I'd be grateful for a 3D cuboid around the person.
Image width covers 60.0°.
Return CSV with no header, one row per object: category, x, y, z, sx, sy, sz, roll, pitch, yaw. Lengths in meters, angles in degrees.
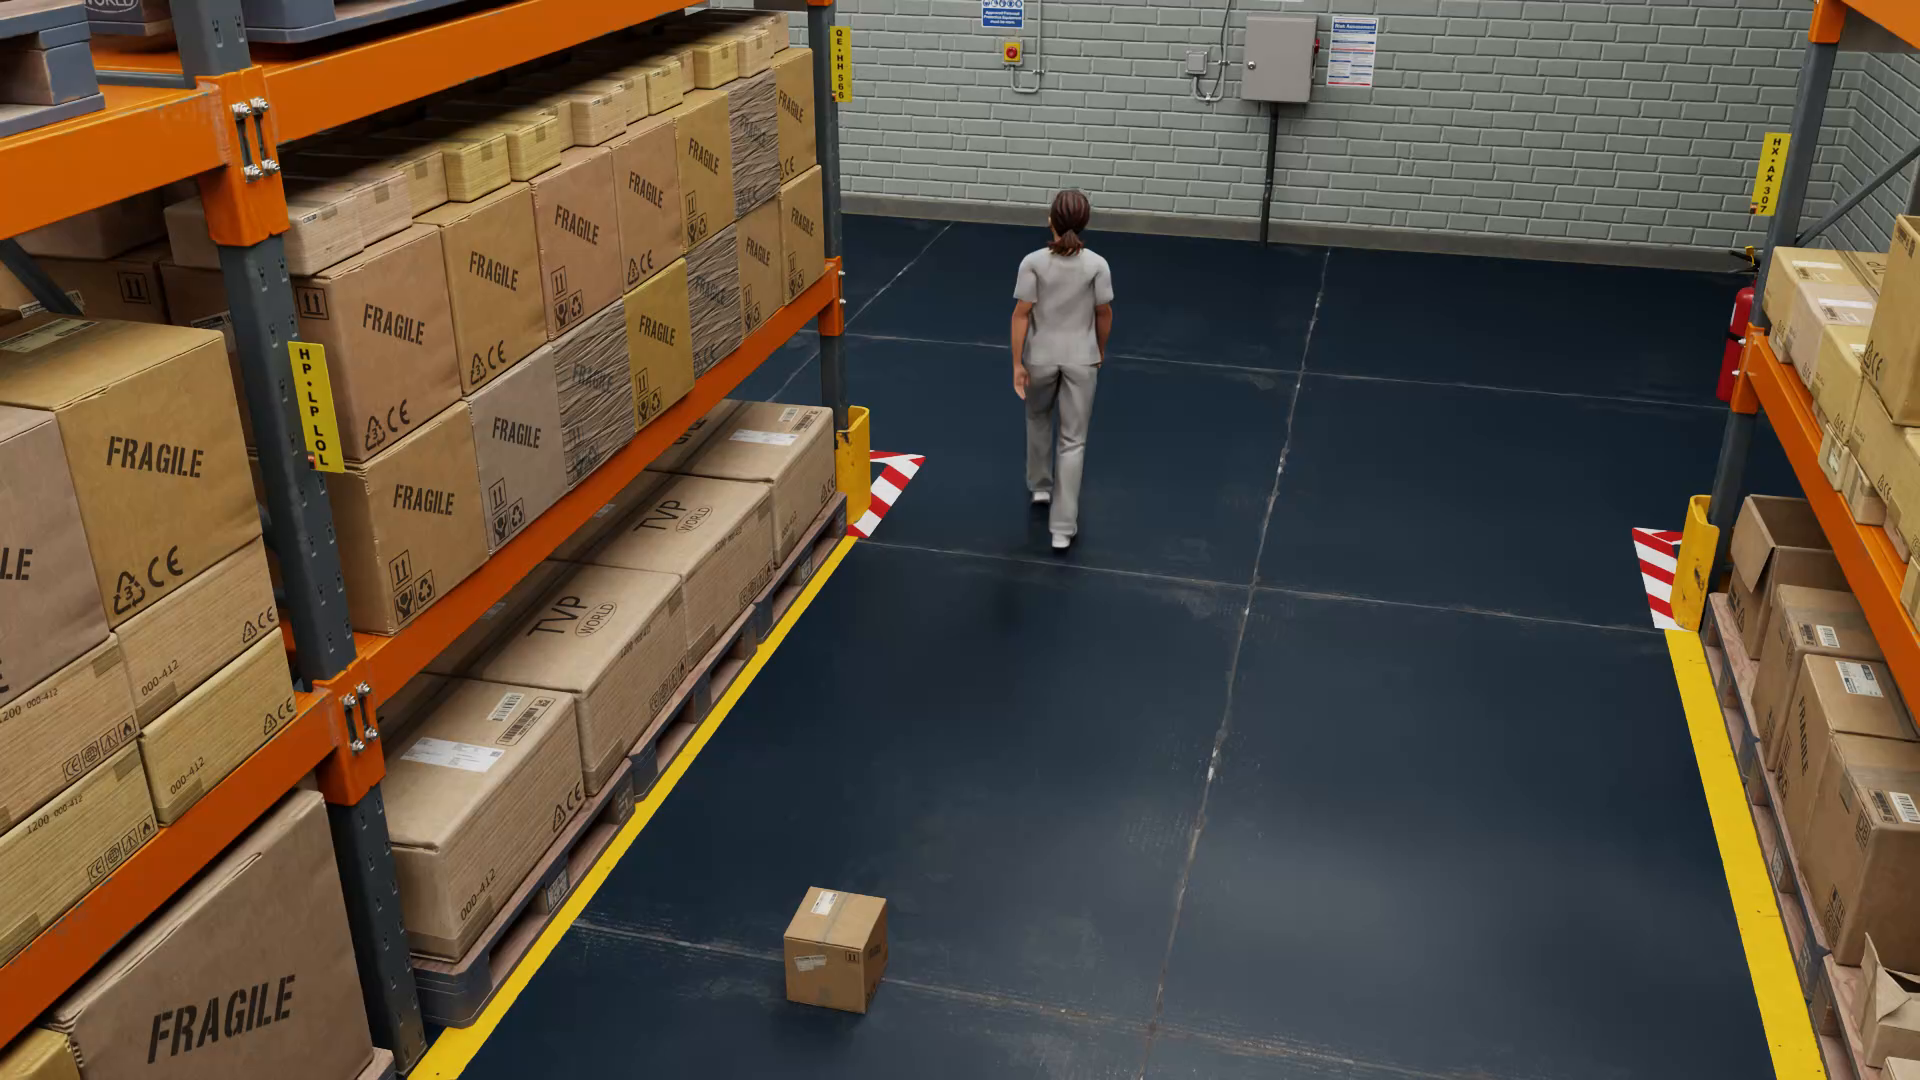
person,0.484,-0.822,7.872,0.462,1.698,0.741,3,26,7
